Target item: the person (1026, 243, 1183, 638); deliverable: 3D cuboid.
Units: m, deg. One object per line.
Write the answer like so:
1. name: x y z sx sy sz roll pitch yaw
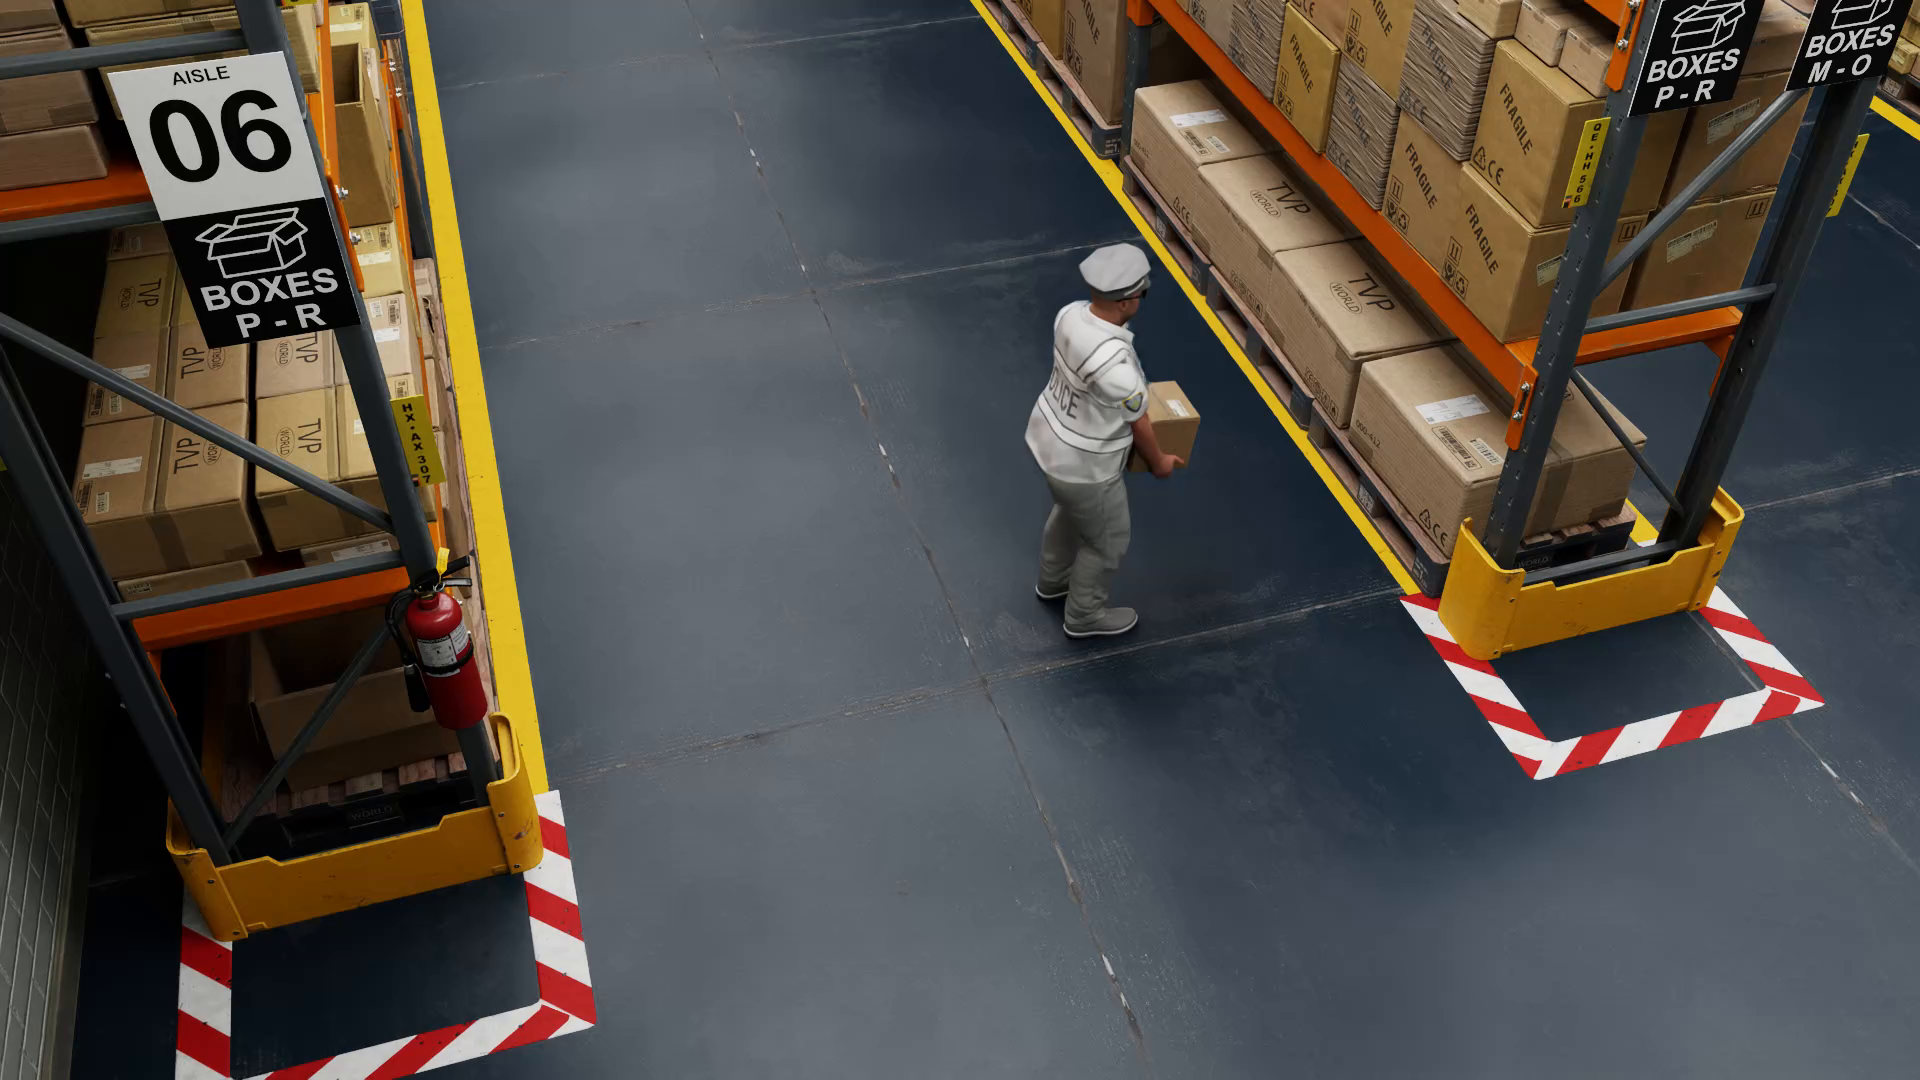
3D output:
1. person: 0.556 -0.373 6.567 0.575 1.765 0.490 -13 43 -14
